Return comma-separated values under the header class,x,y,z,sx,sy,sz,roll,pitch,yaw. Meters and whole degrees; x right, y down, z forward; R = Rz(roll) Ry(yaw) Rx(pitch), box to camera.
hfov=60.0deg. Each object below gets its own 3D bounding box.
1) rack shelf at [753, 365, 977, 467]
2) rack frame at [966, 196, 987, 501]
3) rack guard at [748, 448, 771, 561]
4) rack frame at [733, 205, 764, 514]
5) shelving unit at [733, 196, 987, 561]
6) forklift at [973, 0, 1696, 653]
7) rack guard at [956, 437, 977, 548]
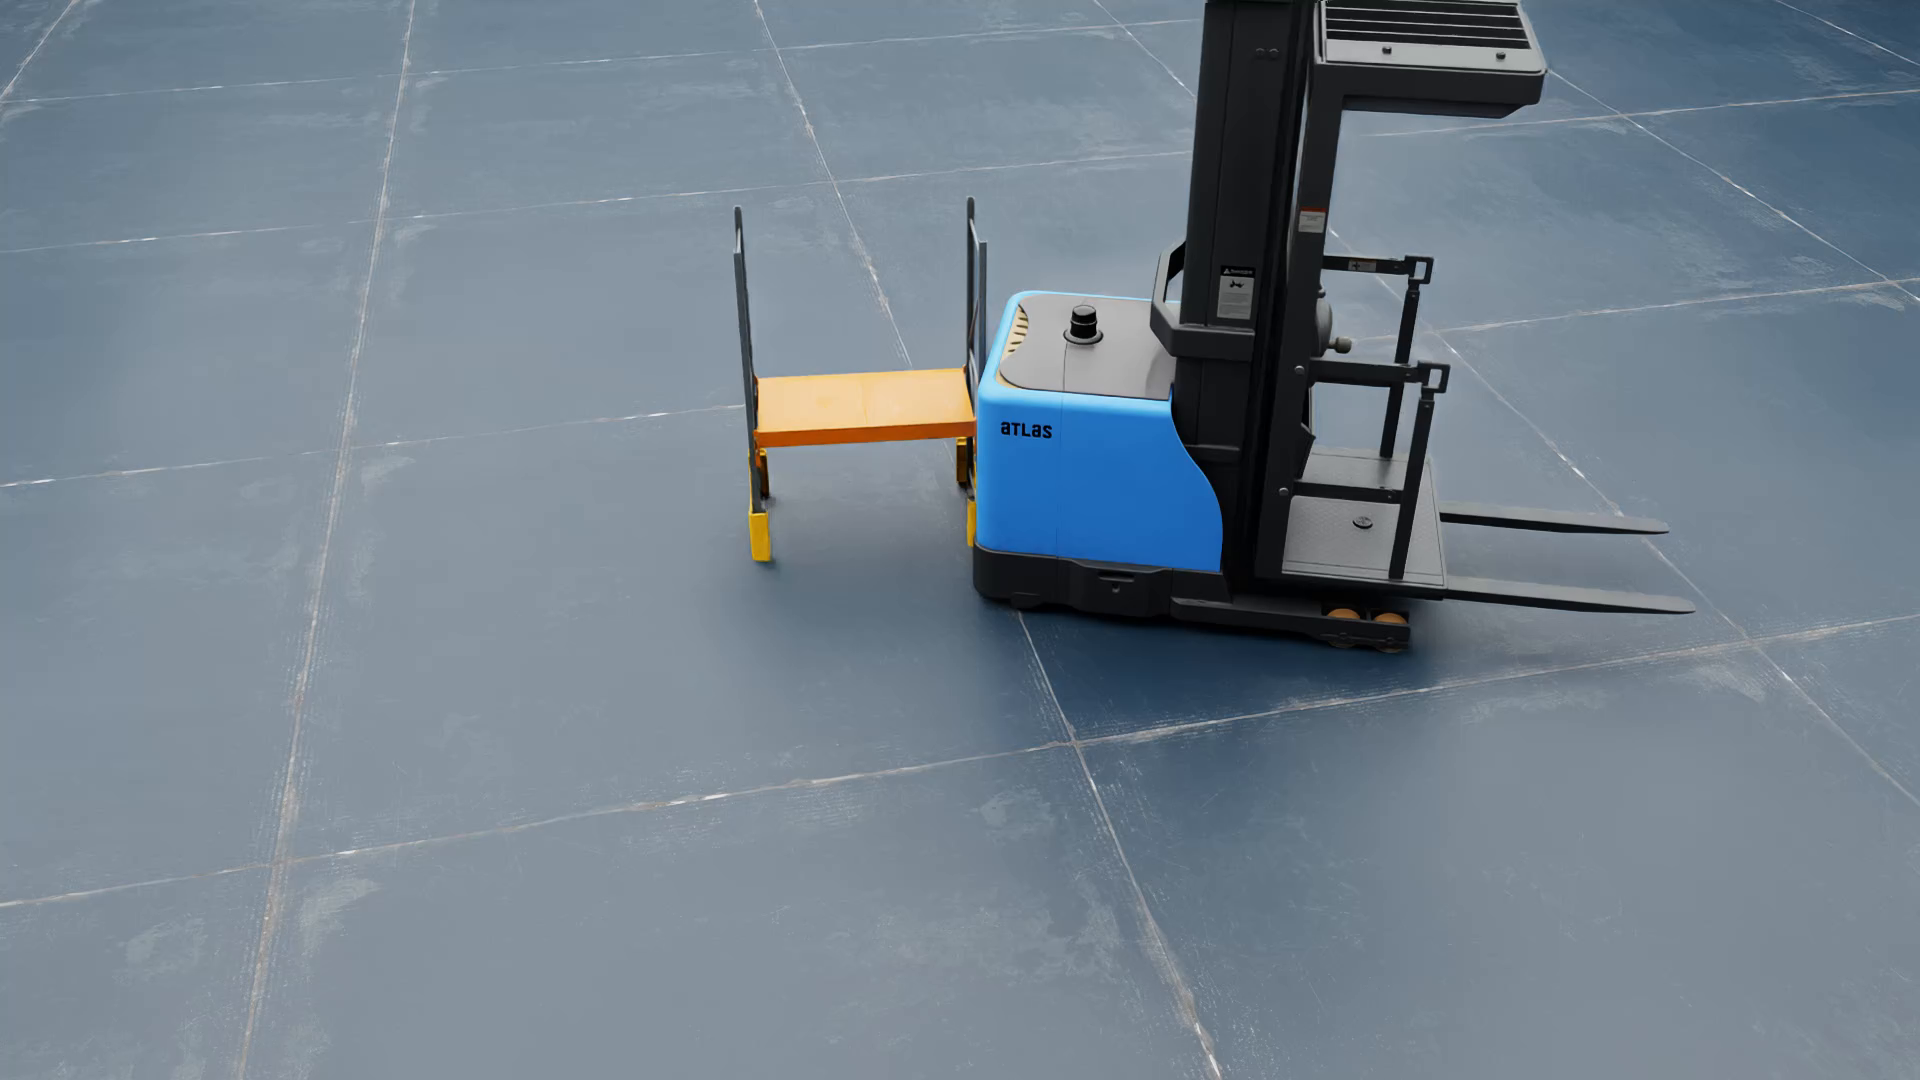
class,x,y,z,sx,sy,sz,roll,pitch,yaw
rack shelf,-0.435,-0.572,7.580,1.000,0.185,0.538,-3,34,-5
rack frame,0.071,-0.752,7.524,0.032,1.500,0.500,-3,34,-5
rack guard,-0.939,-0.173,7.783,0.087,0.250,0.587,-3,34,-5
rack frame,-0.940,-0.692,7.435,0.032,1.500,0.500,-3,34,-5
shelving unit,-0.444,-0.721,7.479,1.083,1.500,0.587,-3,34,-5
forklift,1.623,-1.061,6.701,3.031,2.935,1.130,5,34,8
rack guard,0.052,-0.232,7.871,0.087,0.250,0.587,-3,34,-5
